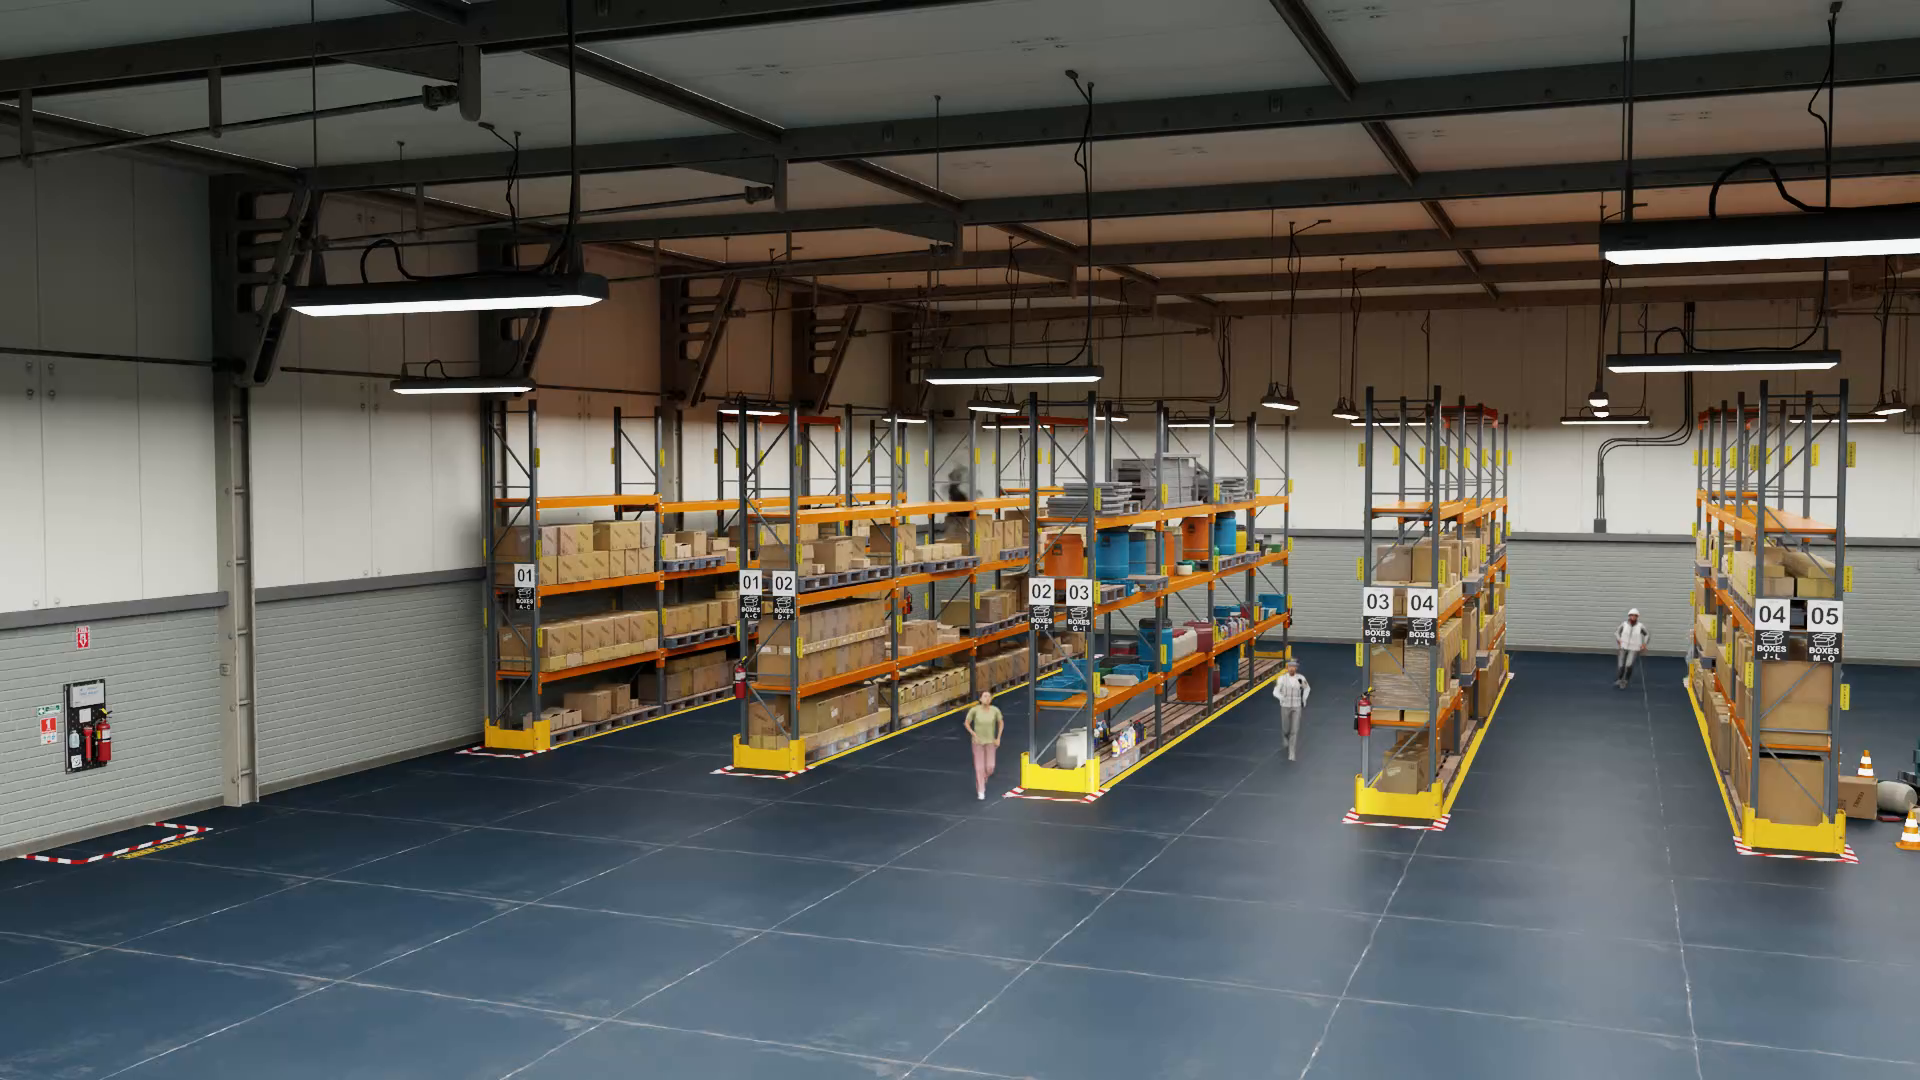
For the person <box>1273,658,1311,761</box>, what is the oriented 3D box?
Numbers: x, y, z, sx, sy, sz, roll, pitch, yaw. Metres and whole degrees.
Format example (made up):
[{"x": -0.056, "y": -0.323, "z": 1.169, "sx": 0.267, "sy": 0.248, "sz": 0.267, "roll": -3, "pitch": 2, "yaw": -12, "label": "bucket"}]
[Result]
[{"x": 5.529, "y": 2.786, "z": 27.684, "sx": 0.618, "sy": 1.669, "sz": 0.890, "roll": 0, "pitch": 3, "yaw": 8, "label": "person"}]

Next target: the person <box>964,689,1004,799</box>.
[{"x": 0.364, "y": 3.000, "z": 24.462, "sx": 0.598, "sy": 1.619, "sz": 0.541, "roll": 0, "pitch": 3, "yaw": -8, "label": "person"}]

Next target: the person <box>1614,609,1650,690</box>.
[{"x": 14.505, "y": 2.372, "z": 35.969, "sx": 0.716, "sy": 1.780, "sz": 0.664, "roll": 2, "pitch": 3, "yaw": 34, "label": "person"}]

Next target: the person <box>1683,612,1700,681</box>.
[{"x": 16.602, "y": 2.357, "z": 37.339, "sx": 0.662, "sy": 1.651, "sz": 0.601, "roll": 1, "pitch": 3, "yaw": 17, "label": "person"}]
